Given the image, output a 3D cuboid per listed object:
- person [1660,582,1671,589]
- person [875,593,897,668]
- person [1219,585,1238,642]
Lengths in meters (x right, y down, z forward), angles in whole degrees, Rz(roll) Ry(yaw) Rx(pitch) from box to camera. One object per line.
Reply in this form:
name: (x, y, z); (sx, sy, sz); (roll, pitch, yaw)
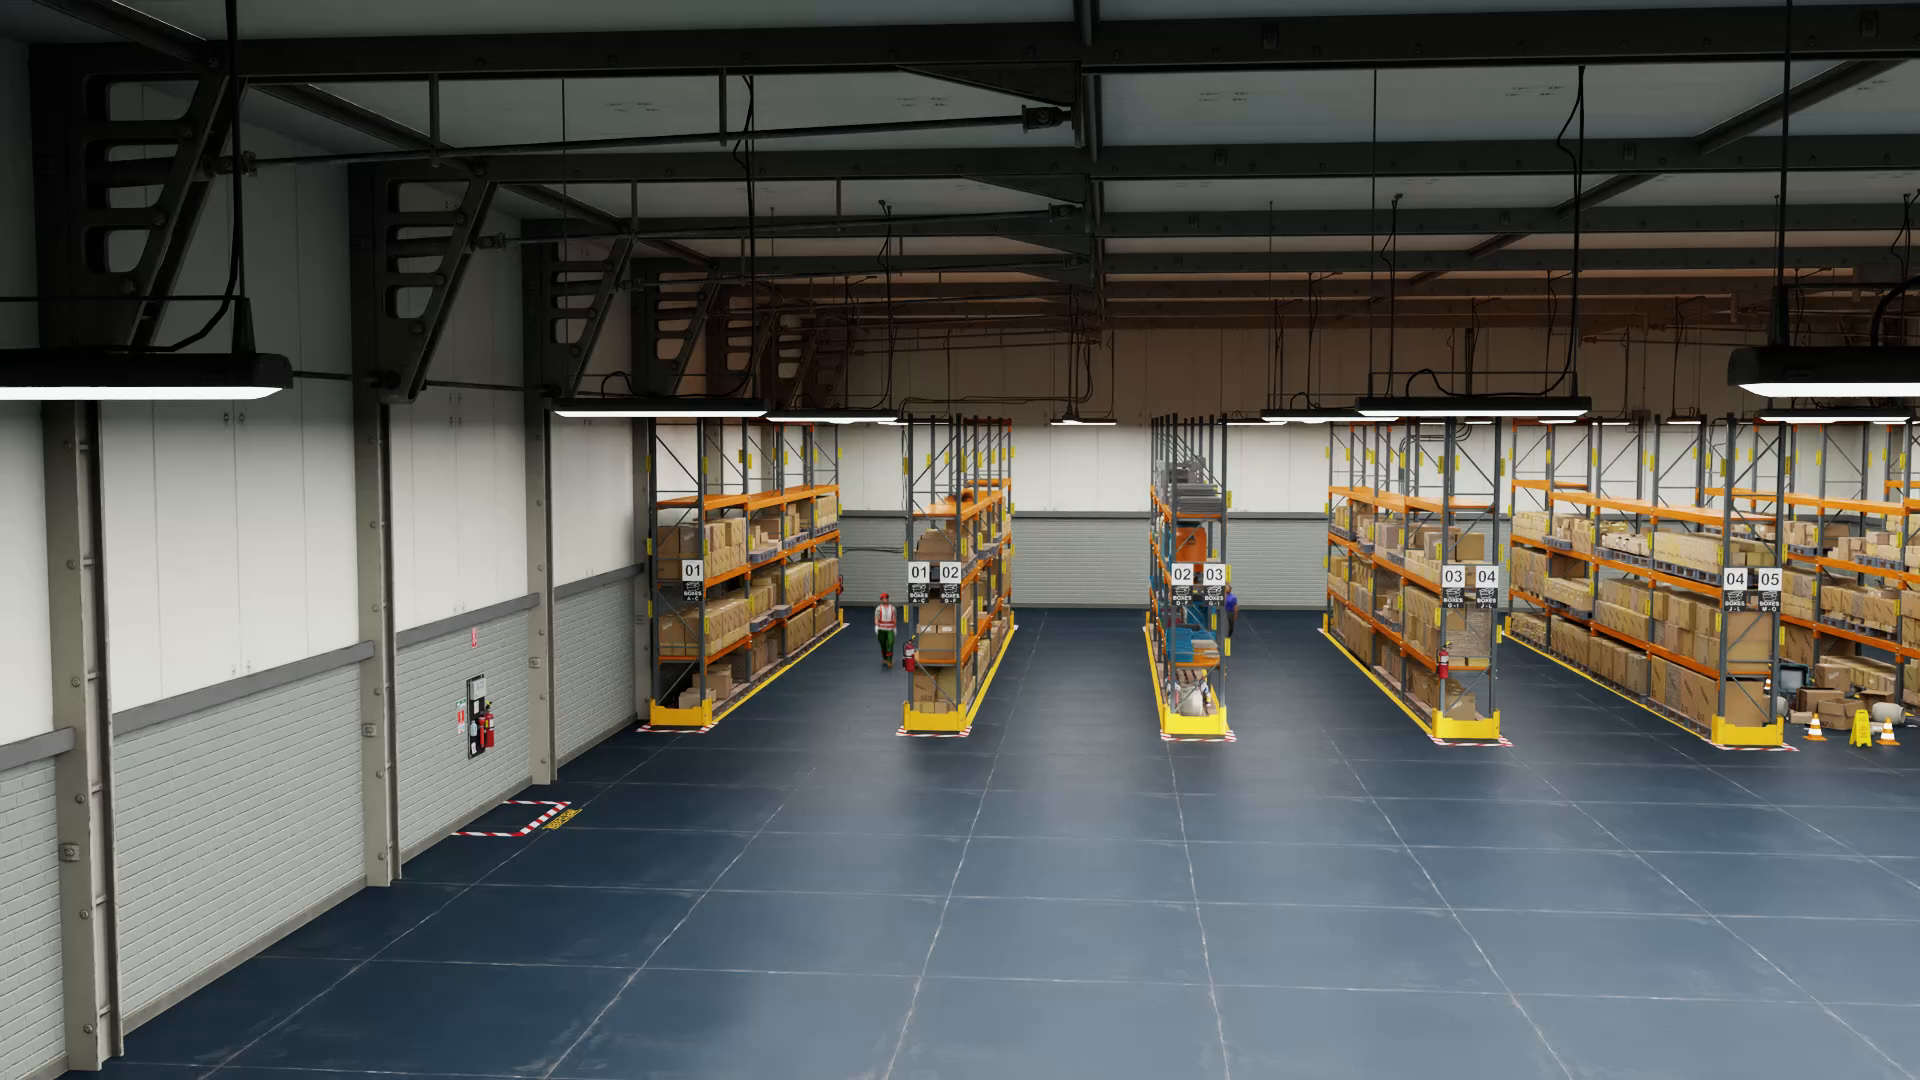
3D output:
person: (18.138, 1.955, 42.840); (0.462, 1.798, 0.569); (1, 4, 21)
person: (-1.790, 2.154, 39.895); (0.527, 1.731, 0.975); (0, 4, 3)
person: (7.047, 1.978, 43.652); (0.425, 1.592, 0.867); (0, 4, -5)
